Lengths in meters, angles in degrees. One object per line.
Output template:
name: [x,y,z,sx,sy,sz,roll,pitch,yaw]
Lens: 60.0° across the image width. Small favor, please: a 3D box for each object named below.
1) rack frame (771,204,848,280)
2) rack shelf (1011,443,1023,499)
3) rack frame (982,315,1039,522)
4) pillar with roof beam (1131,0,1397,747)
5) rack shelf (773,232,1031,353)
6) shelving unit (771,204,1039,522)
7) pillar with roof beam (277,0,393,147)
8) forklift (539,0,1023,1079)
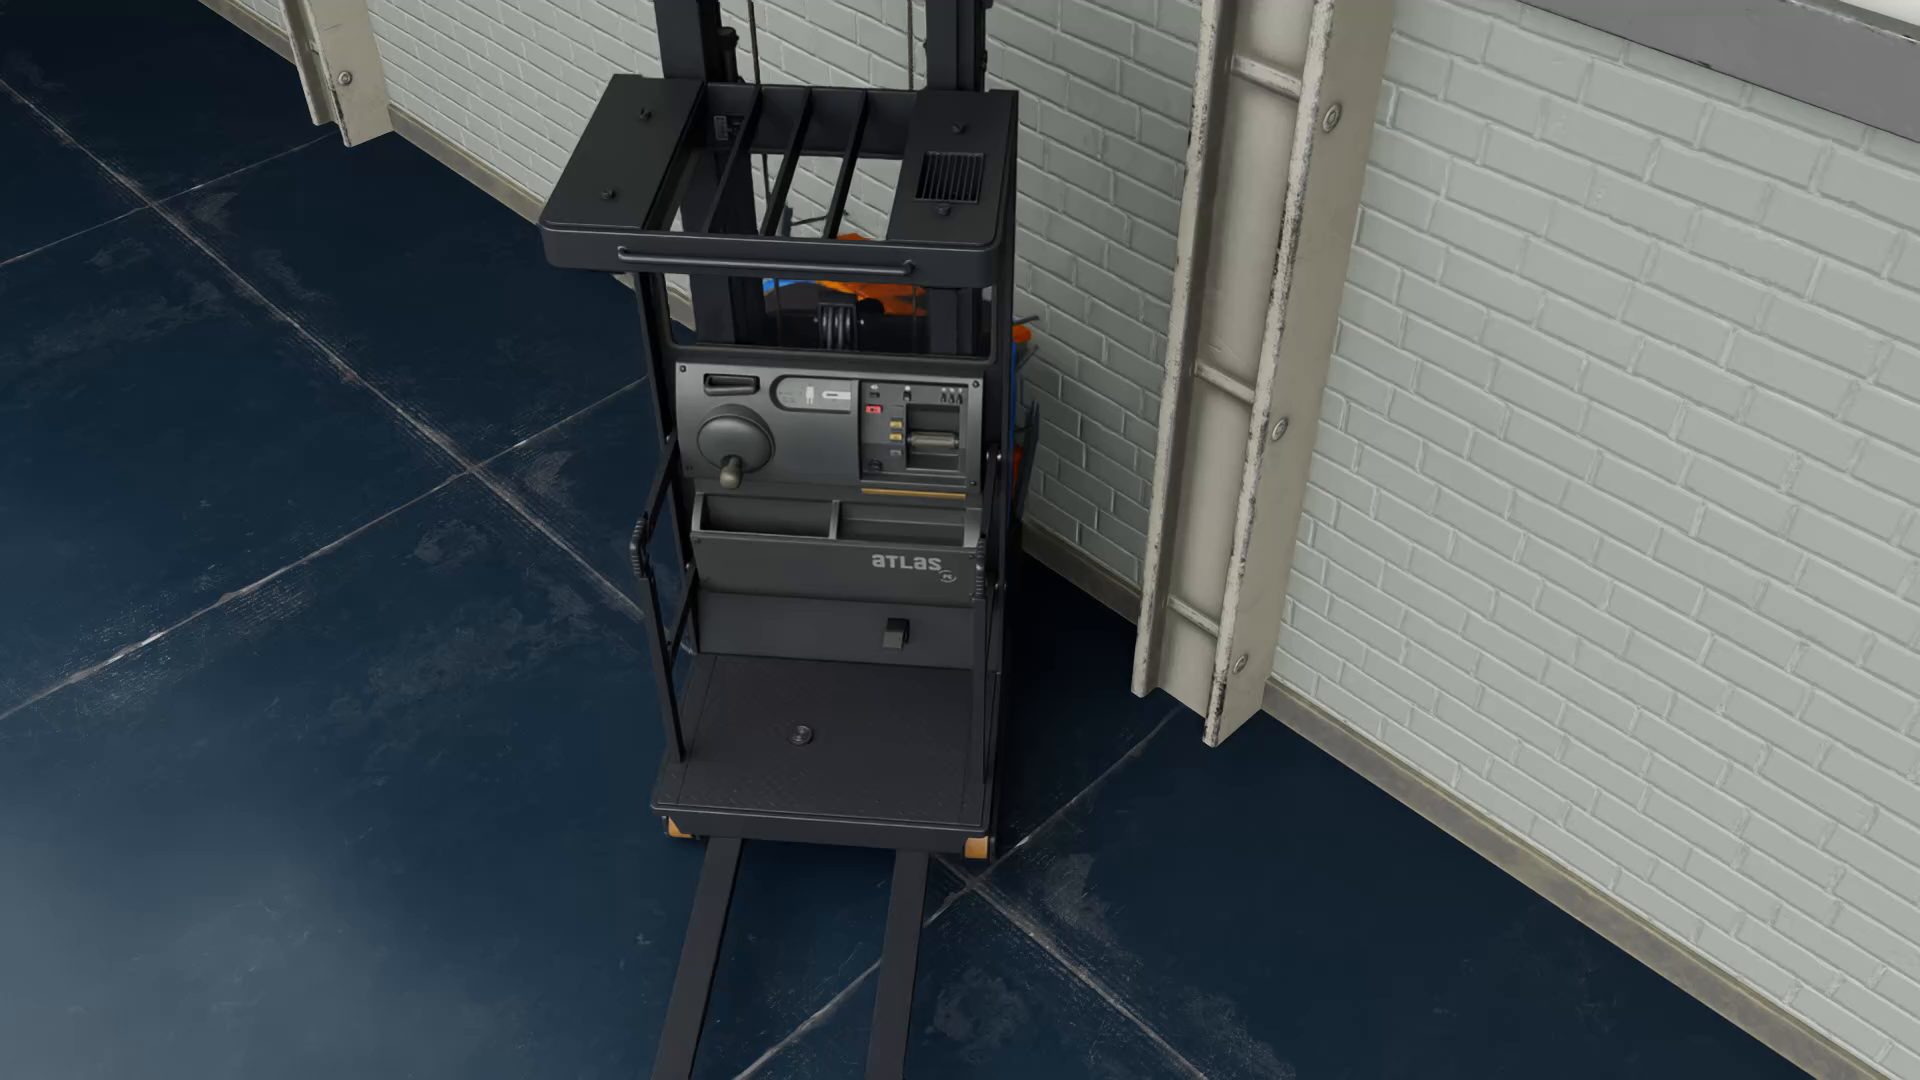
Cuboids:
rack frame: [-0.576,-0.853,6.695,0.500,1.125,0.032,-22,44,-39]
rack shelf: [-0.268,-0.405,6.546,0.538,0.278,1.000,-22,44,-39]
rack frame: [0.114,-0.362,6.133,0.500,1.125,0.032,-22,44,-39]
pillar with roof beam: [-2.172,-0.666,0.840,9.100,9.000,0.400,-34,53,-31]
rack shelf: [-0.187,-0.850,6.256,0.538,0.278,1.000,-22,44,-39]
shelving unit: [-0.231,-0.608,6.414,0.538,1.125,1.048,-22,44,-39]
pillar with roof beam: [-6.409,-3.549,3.960,9.100,9.000,0.400,-34,53,-31]
forklift: [-0.411,-0.250,4.861,1.130,2.935,3.031,3,43,4]
